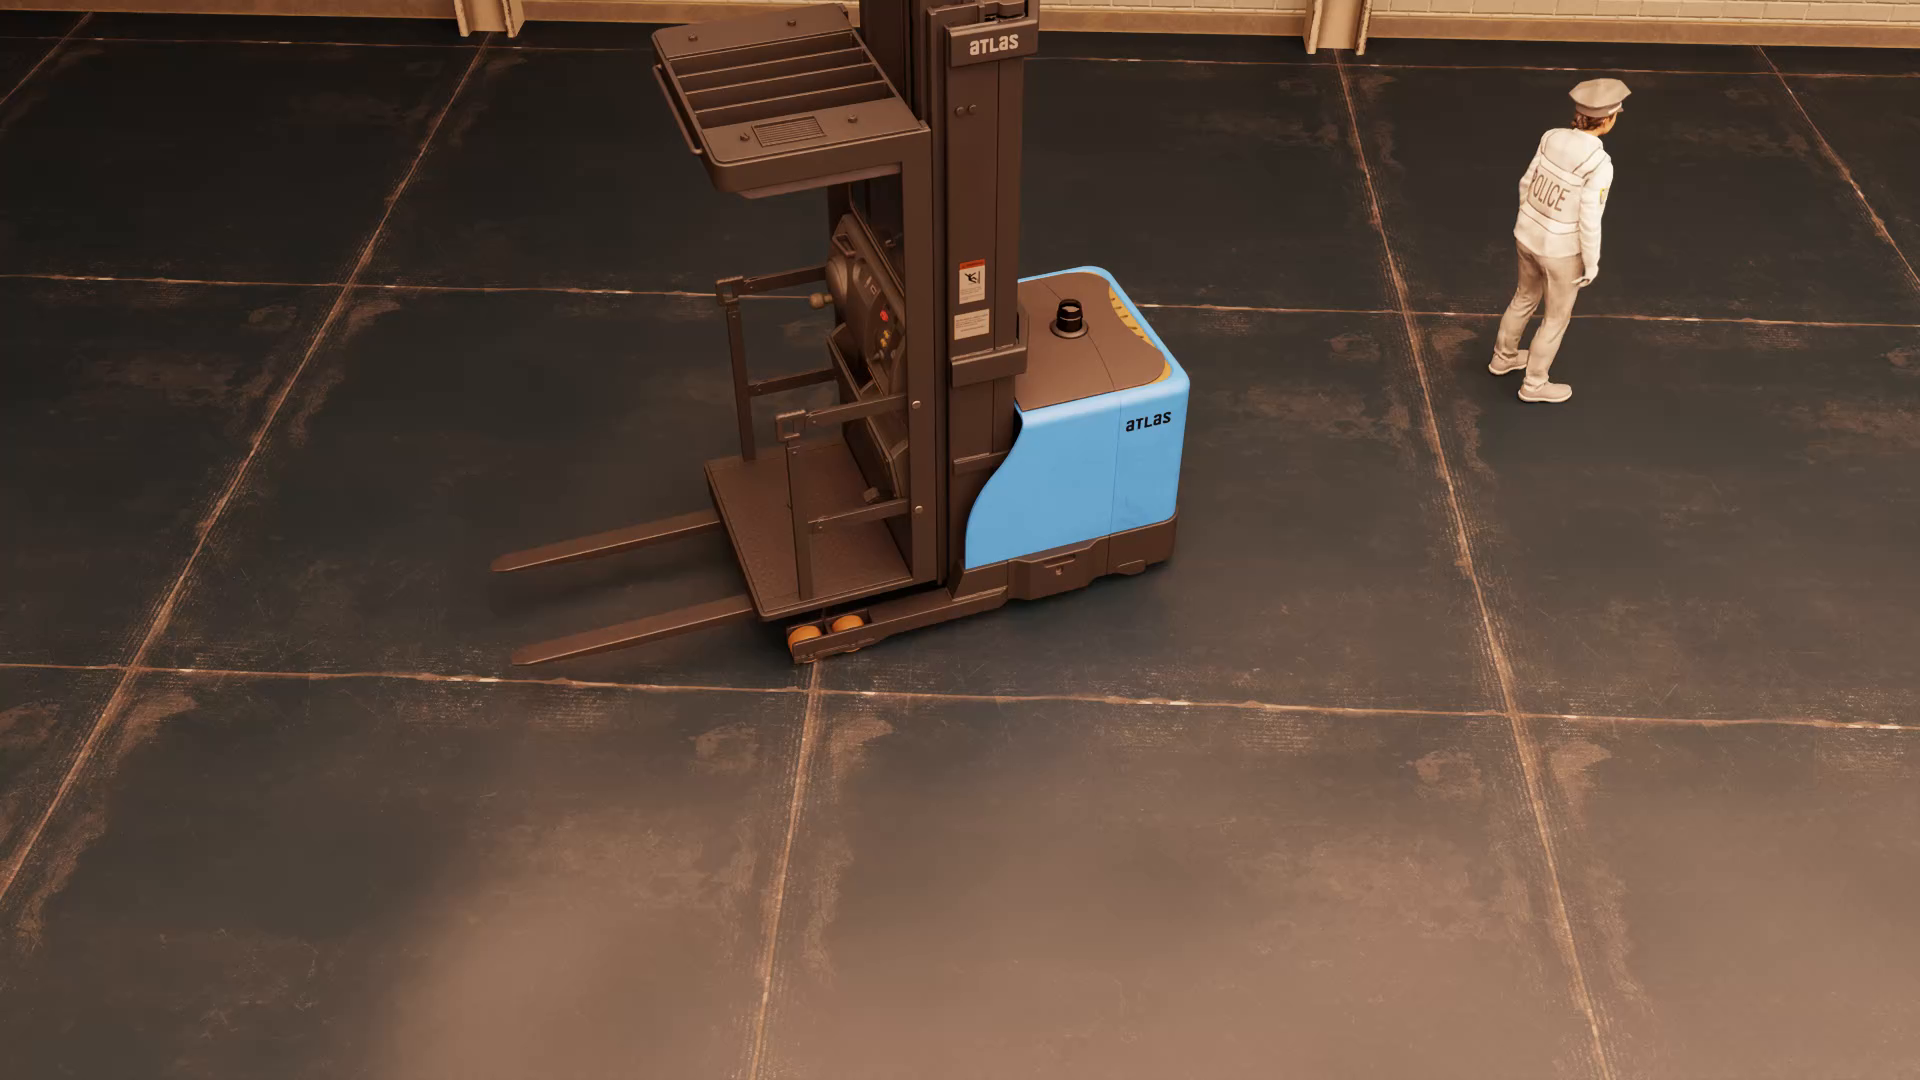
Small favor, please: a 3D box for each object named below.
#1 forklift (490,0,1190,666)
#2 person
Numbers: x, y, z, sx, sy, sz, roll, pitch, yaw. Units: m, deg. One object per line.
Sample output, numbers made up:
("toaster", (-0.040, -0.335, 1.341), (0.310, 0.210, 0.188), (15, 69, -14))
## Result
("forklift", (-0.573, -0.945, 6.778), (3.031, 2.935, 1.130), (-13, 44, -14))
("person", (2.971, -1.480, 8.303), (0.369, 1.667, 0.547), (-17, 45, -18))
